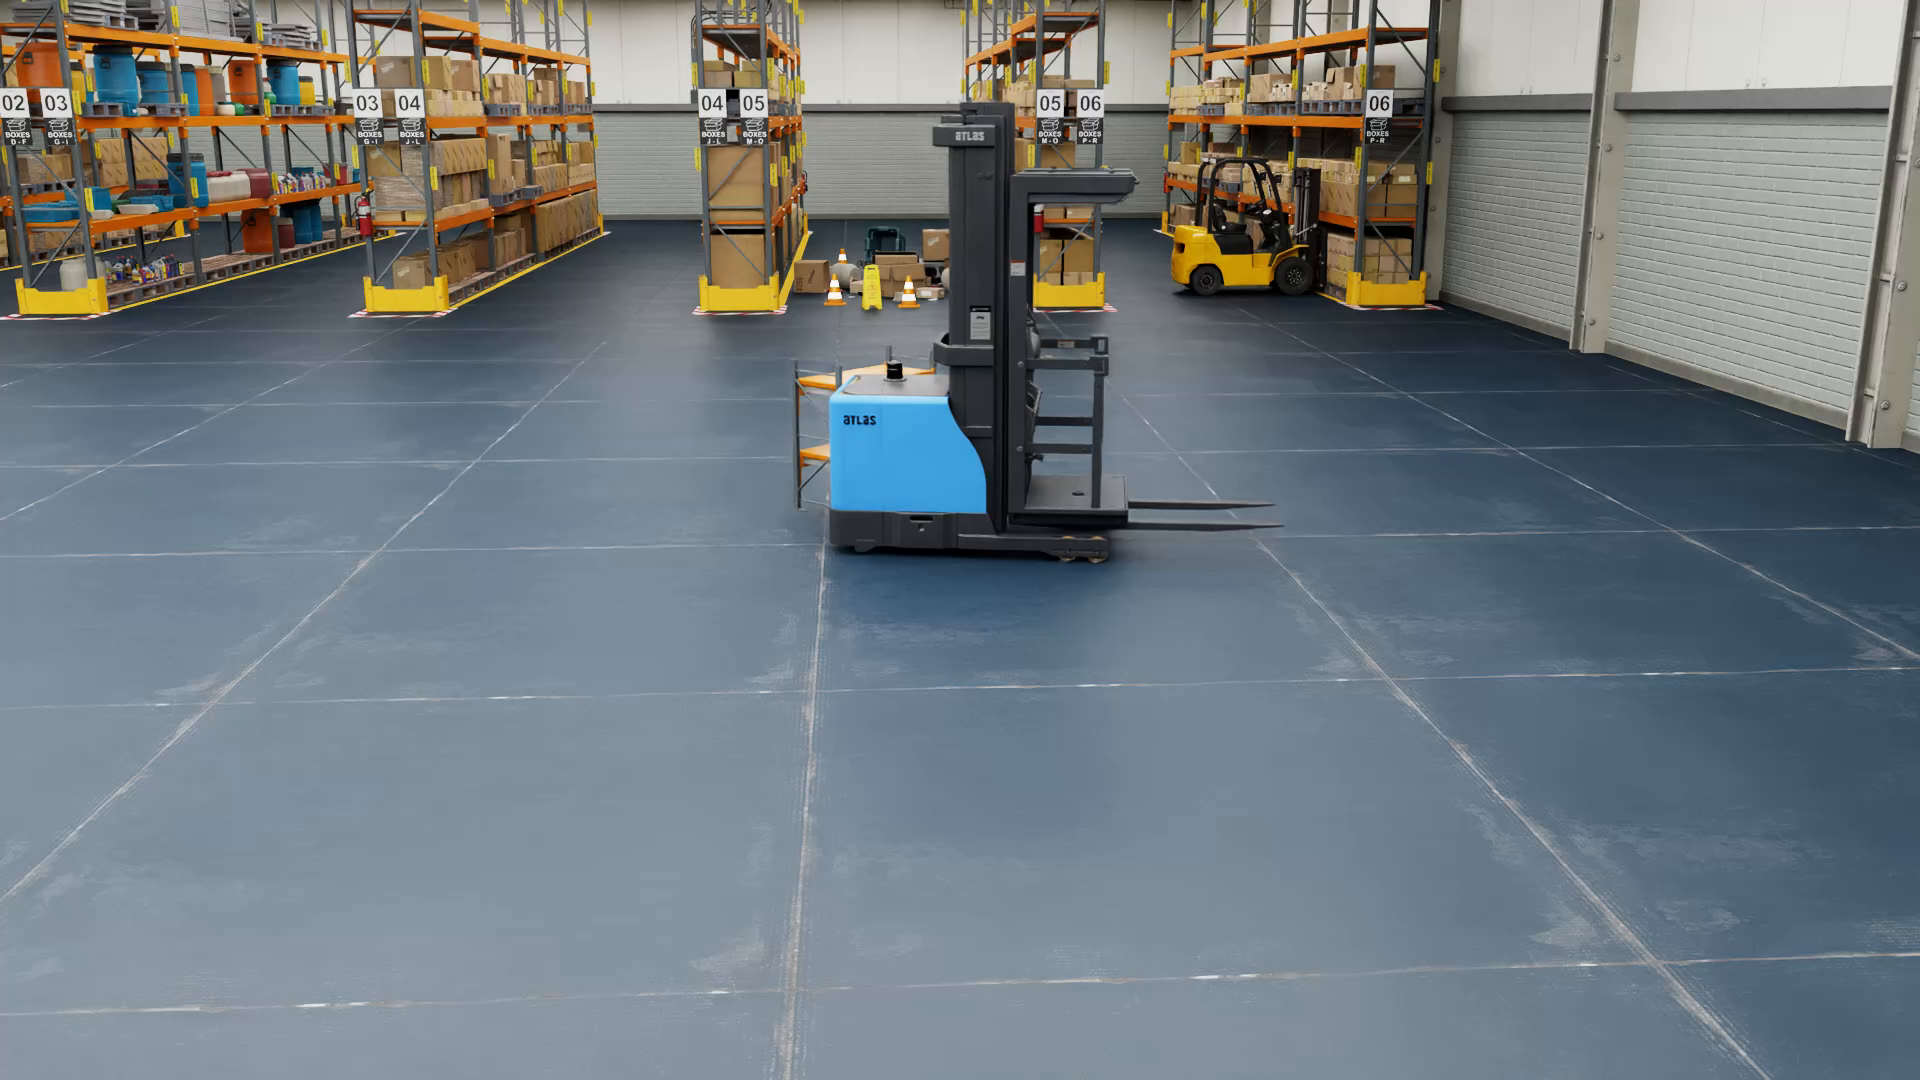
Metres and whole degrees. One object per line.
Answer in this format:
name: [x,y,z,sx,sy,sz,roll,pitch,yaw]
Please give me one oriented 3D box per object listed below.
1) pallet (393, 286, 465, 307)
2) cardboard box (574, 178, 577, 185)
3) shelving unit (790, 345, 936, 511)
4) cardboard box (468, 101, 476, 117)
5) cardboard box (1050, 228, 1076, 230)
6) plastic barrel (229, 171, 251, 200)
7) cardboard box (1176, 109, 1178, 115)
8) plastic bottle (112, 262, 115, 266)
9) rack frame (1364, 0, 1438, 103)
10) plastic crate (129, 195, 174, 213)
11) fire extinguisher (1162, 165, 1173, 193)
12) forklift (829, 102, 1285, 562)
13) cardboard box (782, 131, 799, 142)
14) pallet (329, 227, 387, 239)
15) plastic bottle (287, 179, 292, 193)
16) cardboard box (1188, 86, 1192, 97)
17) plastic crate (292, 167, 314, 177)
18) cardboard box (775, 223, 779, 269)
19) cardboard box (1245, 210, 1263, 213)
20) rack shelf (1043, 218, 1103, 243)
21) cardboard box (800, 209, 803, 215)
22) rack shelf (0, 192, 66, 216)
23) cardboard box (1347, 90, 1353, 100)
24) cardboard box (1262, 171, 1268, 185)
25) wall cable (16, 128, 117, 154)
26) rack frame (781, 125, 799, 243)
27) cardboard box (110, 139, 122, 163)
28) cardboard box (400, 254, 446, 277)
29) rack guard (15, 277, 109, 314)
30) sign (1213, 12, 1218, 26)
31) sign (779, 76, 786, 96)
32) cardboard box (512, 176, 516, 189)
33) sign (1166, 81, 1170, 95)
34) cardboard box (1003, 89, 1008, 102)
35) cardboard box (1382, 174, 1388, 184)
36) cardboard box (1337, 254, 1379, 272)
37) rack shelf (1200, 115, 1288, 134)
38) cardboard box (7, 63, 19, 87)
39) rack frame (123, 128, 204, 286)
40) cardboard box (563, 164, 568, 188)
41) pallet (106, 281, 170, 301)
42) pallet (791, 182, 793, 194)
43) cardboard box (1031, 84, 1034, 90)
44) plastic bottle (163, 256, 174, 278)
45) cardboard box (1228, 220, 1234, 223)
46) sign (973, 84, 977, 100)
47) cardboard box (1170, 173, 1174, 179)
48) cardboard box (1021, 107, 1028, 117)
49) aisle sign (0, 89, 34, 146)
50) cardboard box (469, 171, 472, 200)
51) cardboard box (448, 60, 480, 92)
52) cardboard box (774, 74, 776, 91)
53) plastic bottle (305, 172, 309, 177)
pallet: [-8.287,-3.753,25.687,1.003,0.211,1.213,-1,14,-3]
cardboard box: [-8.730,-7.954,36.924,0.380,0.149,0.250,0,14,-2]
shelving unit: [-0.709,-0.833,12.507,0.538,1.125,1.048,12,19,39]
cardboard box: [-8.204,-7.017,27.060,0.500,0.250,0.500,-1,14,-2]
cardboard box: [1.714,-4.995,28.090,0.500,0.500,0.500,-1,14,-2]
plastic barrel: [-13.430,-6.596,30.919,0.421,0.512,0.421,0,14,0]
cardboard box: [5.328,-10.147,39.428,0.380,0.149,0.250,-1,14,-2]
plastic bottle: [-13.842,-4.402,27.182,0.061,0.283,0.133,0,14,-1]
rack frame: [6.578,-8.017,24.628,1.000,3.000,0.127,-1,14,-3]
plastic crate: [-13.119,-5.457,27.013,0.499,0.251,0.616,-1,14,-3]
fire extinguisher: [5.116,-8.903,41.011,0.296,0.674,0.183,-1,14,-3]
forklift: [0.668,-1.413,11.136,3.031,2.935,1.130,1,14,5]
cardboard box: [-3.887,-8.965,37.544,0.500,0.500,0.500,-1,14,-3]
pallet: [-14.190,-7.228,39.195,1.003,0.211,1.213,-1,14,-3]
plastic bottle: [-13.442,-7.080,33.281,0.097,0.271,0.097,0,14,0]
cardboard box: [5.499,-10.237,37.974,0.500,0.250,0.500,-1,14,-2]
plastic crate: [-14.324,-7.922,36.206,0.392,0.384,0.575,-1,14,-3]
cardboard box: [-3.687,-5.195,29.368,1.050,0.750,0.750,-1,14,-4]
cardboard box: [6.227,-6.864,35.056,0.380,0.149,0.250,-1,14,-3]
rack shelf: [1.500,-5.183,27.096,1.077,0.370,4.000,-1,14,-3]
cardboard box: [-3.915,-7.769,39.388,0.380,0.149,0.250,-1,14,-5]
rack shelf: [-18.774,-6.868,33.644,1.077,0.370,4.000,-1,14,-3]
cardboard box: [6.223,-6.896,25.751,0.380,0.149,0.250,-1,14,-5]
cardboard box: [5.967,-6.775,31.137,0.500,0.250,0.500,-1,14,-3]
wall cable: [-24.084,-11.445,44.181,3.097,2.526,0.112,-1,14,-3]
rack frame: [-4.054,-7.917,36.278,1.000,3.000,0.127,-1,14,-3]
cardboard box: [-18.679,-8.496,36.321,0.500,0.500,0.500,-1,14,-5]
cardboard box: [-8.361,-4.178,25.919,0.500,0.500,0.500,3,15,11]
rack guard: [-13.263,-3.613,24.564,1.175,0.500,0.348,-1,14,-3]
sign: [6.141,-12.529,39.971,0.100,0.325,0.005,-1,14,-3]
sign: [-3.005,-7.678,28.132,0.100,0.325,0.005,-1,14,-3]
cardboard box: [-8.390,-6.599,30.581,0.396,0.266,0.258,-1,14,-5]
sign: [5.045,-10.959,40.325,0.100,0.325,0.005,-1,14,-3]
cardboard box: [1.177,-8.289,31.503,0.700,0.500,0.500,-1,14,-3]
cardboard box: [6.737,-5.623,25.860,0.380,0.149,0.250,-1,14,-3]
cardboard box: [6.235,-4.342,26.055,0.500,0.250,0.500,-1,14,-4]
rack shelf: [5.958,-8.703,34.757,1.077,0.370,4.000,-1,14,-3]
cardboard box: [-18.734,-9.067,32.518,0.500,0.500,0.500,-1,14,-3]
rack frame: [-13.459,-5.800,28.048,1.000,3.000,0.127,-1,14,-3]
cardboard box: [-8.709,-7.802,35.630,0.500,0.500,0.500,-1,14,-3]
pallet: [-13.380,-3.978,26.562,1.003,0.211,1.213,-1,14,-3]
pallet: [-3.957,-7.005,33.118,1.213,0.211,1.003,-1,14,-3]
cardboard box: [1.296,-6.959,25.438,0.380,0.149,0.250,-1,14,-4]
plastic bottle: [-13.119,-4.527,27.533,0.144,0.351,0.185,-2,15,-6]
cardboard box: [5.821,-6.321,34.247,0.500,0.500,0.500,-1,14,-4]
sign: [0.326,-9.751,36.190,0.100,0.325,0.005,-1,14,-3]
cardboard box: [5.333,-8.884,40.538,0.380,0.149,0.250,-1,14,-4]
cardboard box: [1.183,-6.831,26.541,0.380,0.149,0.250,-1,14,-4]
aisle sign: [-13.503,-6.042,23.771,0.394,0.787,0.004,-1,14,-3]
cardboard box: [-8.553,-5.831,27.372,0.875,0.500,0.500,-1,14,-3]
cardboard box: [-8.233,-7.656,27.440,0.500,0.500,0.500,-1,14,-5]
cardboard box: [-3.212,-7.335,26.656,0.500,0.250,0.500,-1,14,-4]
plastic bottle: [-13.715,-7.540,34.910,0.144,0.351,0.185,-1,14,-3]
